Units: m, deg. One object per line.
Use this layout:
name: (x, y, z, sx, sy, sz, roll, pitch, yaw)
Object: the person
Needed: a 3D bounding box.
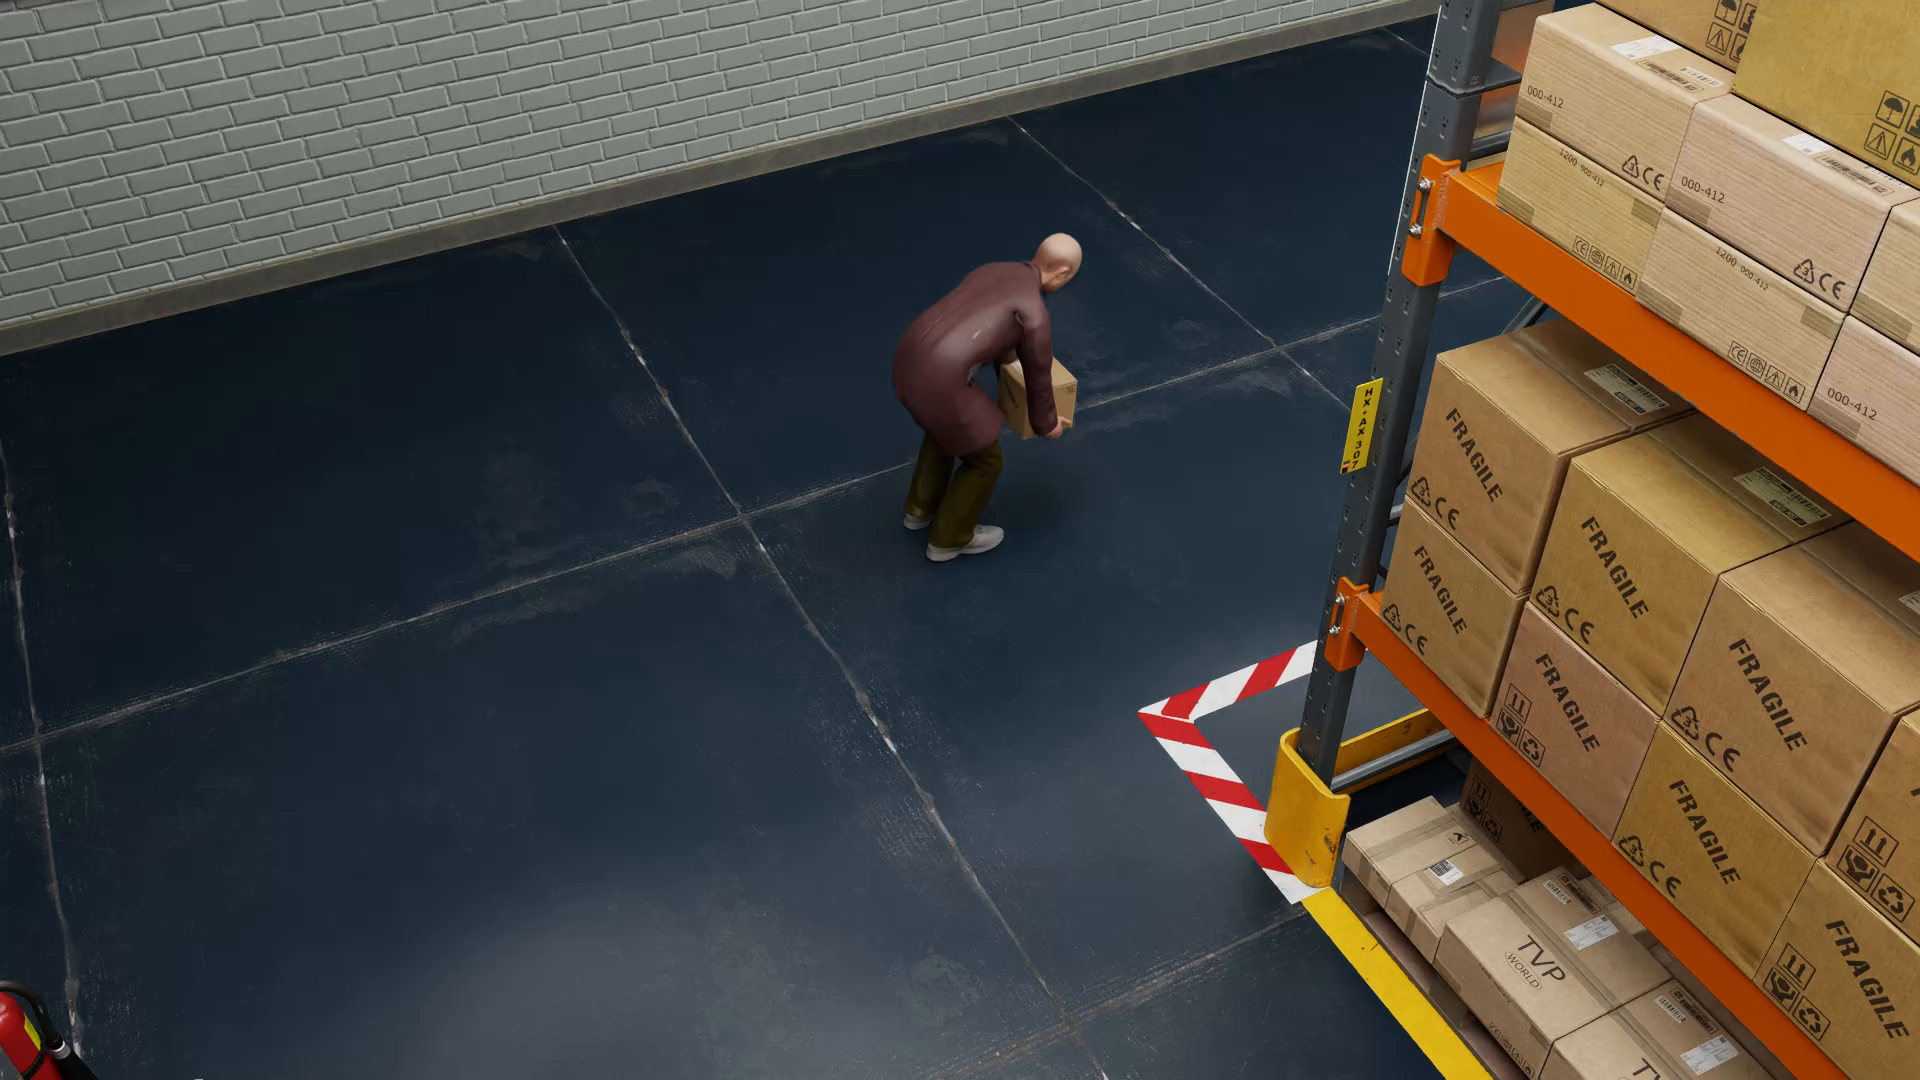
person: (0.130, -0.612, 7.202, 0.877, 1.361, 0.563, -20, 45, -22)
